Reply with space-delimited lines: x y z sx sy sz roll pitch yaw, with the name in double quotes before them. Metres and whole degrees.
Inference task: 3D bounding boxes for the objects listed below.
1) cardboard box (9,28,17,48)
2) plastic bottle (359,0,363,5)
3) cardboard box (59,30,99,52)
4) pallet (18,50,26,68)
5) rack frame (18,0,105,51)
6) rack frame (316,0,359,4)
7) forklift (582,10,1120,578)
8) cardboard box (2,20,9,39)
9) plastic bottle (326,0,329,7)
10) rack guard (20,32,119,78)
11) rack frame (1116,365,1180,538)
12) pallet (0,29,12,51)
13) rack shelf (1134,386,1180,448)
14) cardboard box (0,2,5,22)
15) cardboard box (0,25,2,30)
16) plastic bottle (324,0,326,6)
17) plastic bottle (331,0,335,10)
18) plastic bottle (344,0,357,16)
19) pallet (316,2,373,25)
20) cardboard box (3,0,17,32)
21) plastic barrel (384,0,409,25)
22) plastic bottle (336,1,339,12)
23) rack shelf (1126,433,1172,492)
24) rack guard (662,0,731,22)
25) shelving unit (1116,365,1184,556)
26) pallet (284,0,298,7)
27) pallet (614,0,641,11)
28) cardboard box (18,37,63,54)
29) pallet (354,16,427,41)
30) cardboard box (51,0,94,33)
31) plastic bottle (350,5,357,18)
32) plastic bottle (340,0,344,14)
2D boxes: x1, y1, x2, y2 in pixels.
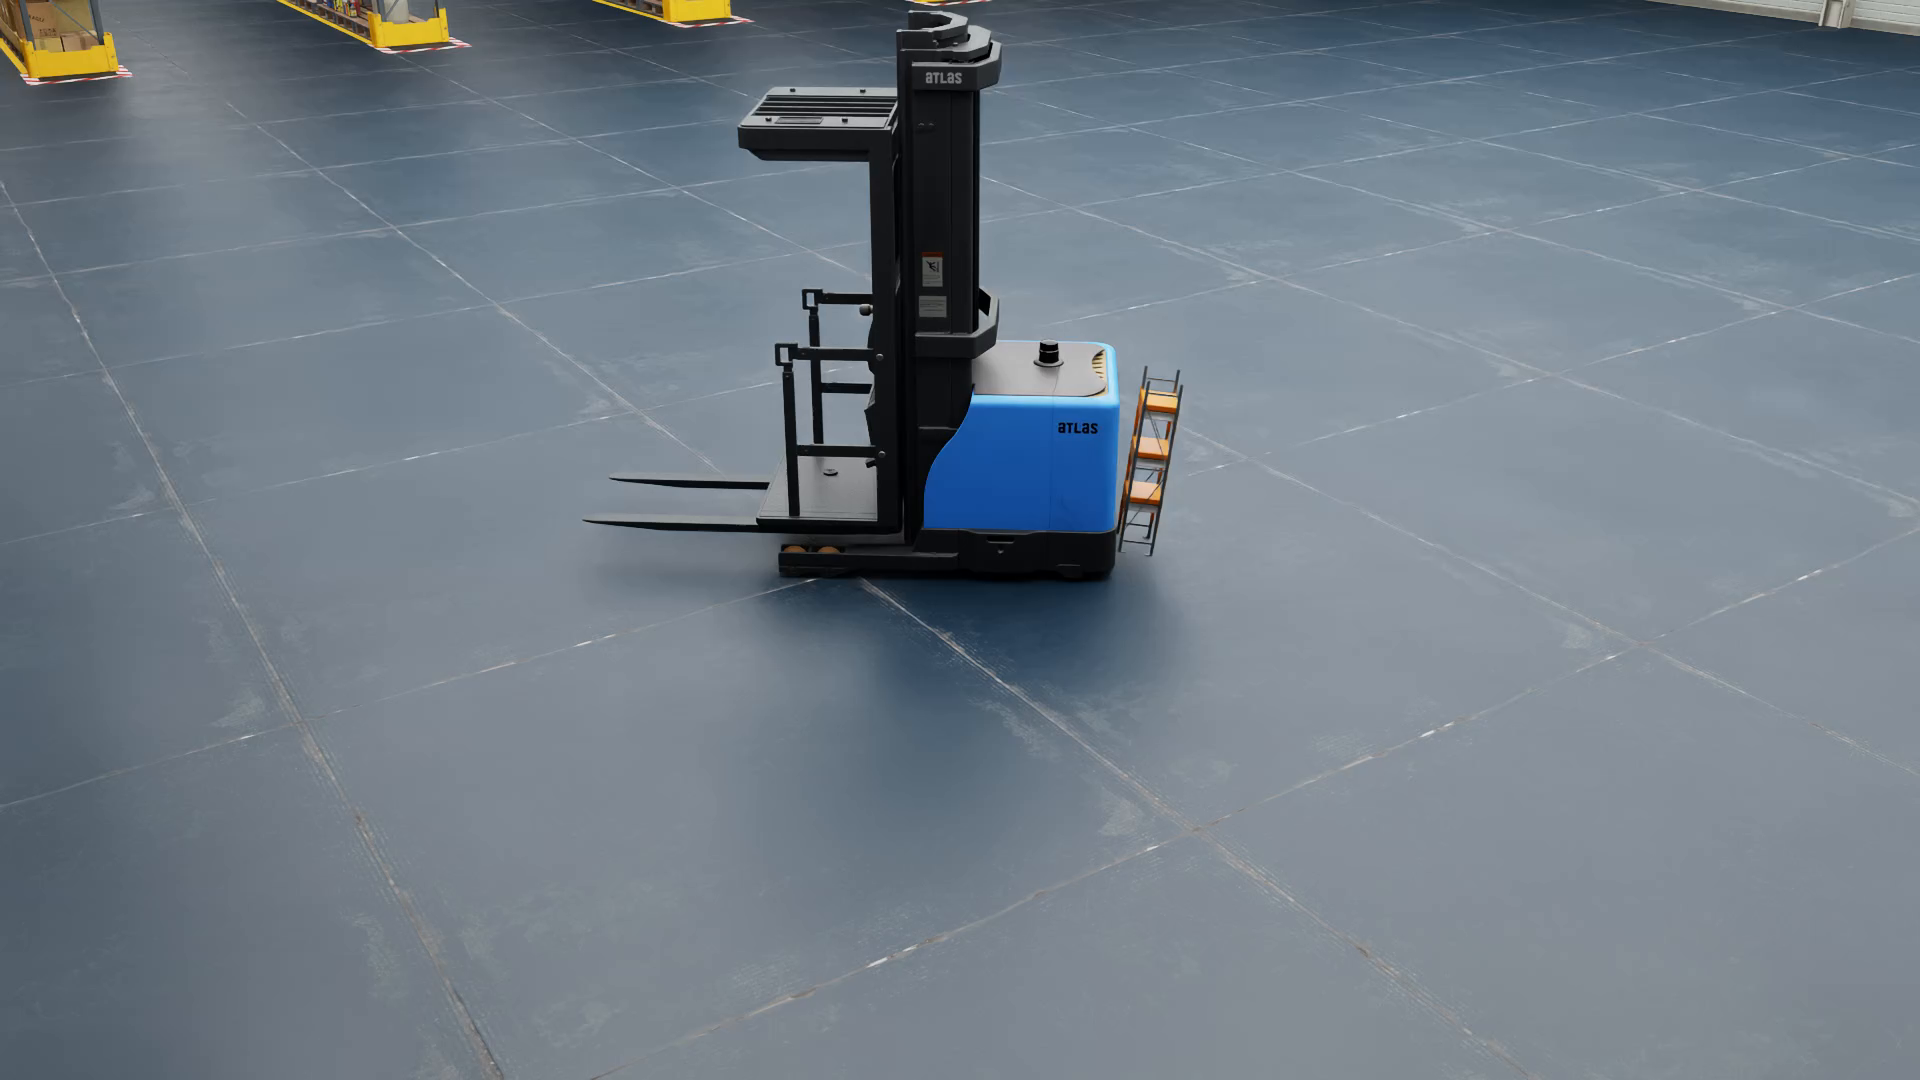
"cardboard box" -13.946 -7.558 24.976 0.500 0.250 0.500 -16 29 -30
"plastic bottle" -10.408 -9.522 28.995 0.144 0.351 0.185 -16 29 -30
"cardboard box" -12.955 -7.325 24.481 0.500 0.250 0.500 -16 29 -30
"pallet" -13.301 -7.137 24.622 1.003 0.211 1.213 -16 29 -30
"rack frame" -12.848 -8.134 23.468 1.000 3.000 0.127 -16 29 -30
"rack frame" -10.880 -10.718 28.941 1.000 3.000 0.127 -16 29 -30
"forklift" -0.621 -1.341 9.158 3.031 2.935 1.130 1 25 3
"cardboard box" -14.496 -7.915 25.732 0.500 0.250 0.500 -16 29 -30
"plastic bottle" -10.874 -9.360 28.739 0.152 0.276 0.135 -14 29 -28
"rack guard" -12.835 -6.996 23.983 1.175 0.500 0.348 -16 29 -30
"rack frame" 1.076 -0.495 9.545 0.200 1.050 0.008 7 25 -1
"pallet" -14.633 -8.010 26.470 1.003 0.211 1.213 -16 29 -30
"rack shelf" 1.101 -0.688 9.317 0.215 0.259 0.240 7 25 -1
"cardboard box" -14.495 -8.254 25.572 0.500 0.500 0.500 -16 29 -30
"cardboard box" -15.033 -8.275 26.495 0.500 0.250 0.500 -16 29 -30
"plastic bottle" -11.018 -9.399 28.909 0.097 0.201 0.097 0 25 0
"plastic bottle" -10.684 -9.266 28.453 0.144 0.351 0.185 -17 30 -32
"plastic bottle" -10.181 -8.906 27.777 0.152 0.276 0.135 -15 29 -29
"pallet" -10.548 -9.207 29.007 1.003 0.211 1.213 -16 29 -30
"cardboard box" -13.949 -7.897 24.815 0.500 0.500 0.500 -16 29 -30
"plastic barrel" -9.120 -8.570 26.812 0.421 0.512 0.421 0 25 0
"plastic bottle" -10.549 -9.092 28.259 0.097 0.201 0.097 0 25 0
"rack shelf" 1.069 -0.434 9.439 0.215 0.259 0.240 7 25 -1
"rack guard" -4.588 -9.339 28.946 1.175 0.500 0.348 -16 29 -30
"shelving unit" 1.070 -0.443 9.435 0.215 1.050 0.252 7 25 -1
"pallet" -12.011 -10.166 31.037 1.003 0.211 1.213 -16 29 -30
"pallet" -5.664 -9.943 30.564 1.003 0.211 1.213 -16 29 -30
"cardboard box" -13.389 -7.204 24.225 0.500 0.250 0.500 -16 29 -30
"pallet" -9.216 -8.335 27.158 1.003 0.211 1.213 -16 29 -30
"cardboard box" -13.229 -7.842 24.699 0.500 0.500 0.500 -16 29 -30
"plastic bottle" -10.066 -8.776 27.589 0.097 0.201 0.097 0 25 0
"plastic bottle" -10.350 -9.048 27.990 0.144 0.351 0.185 -14 29 -27
